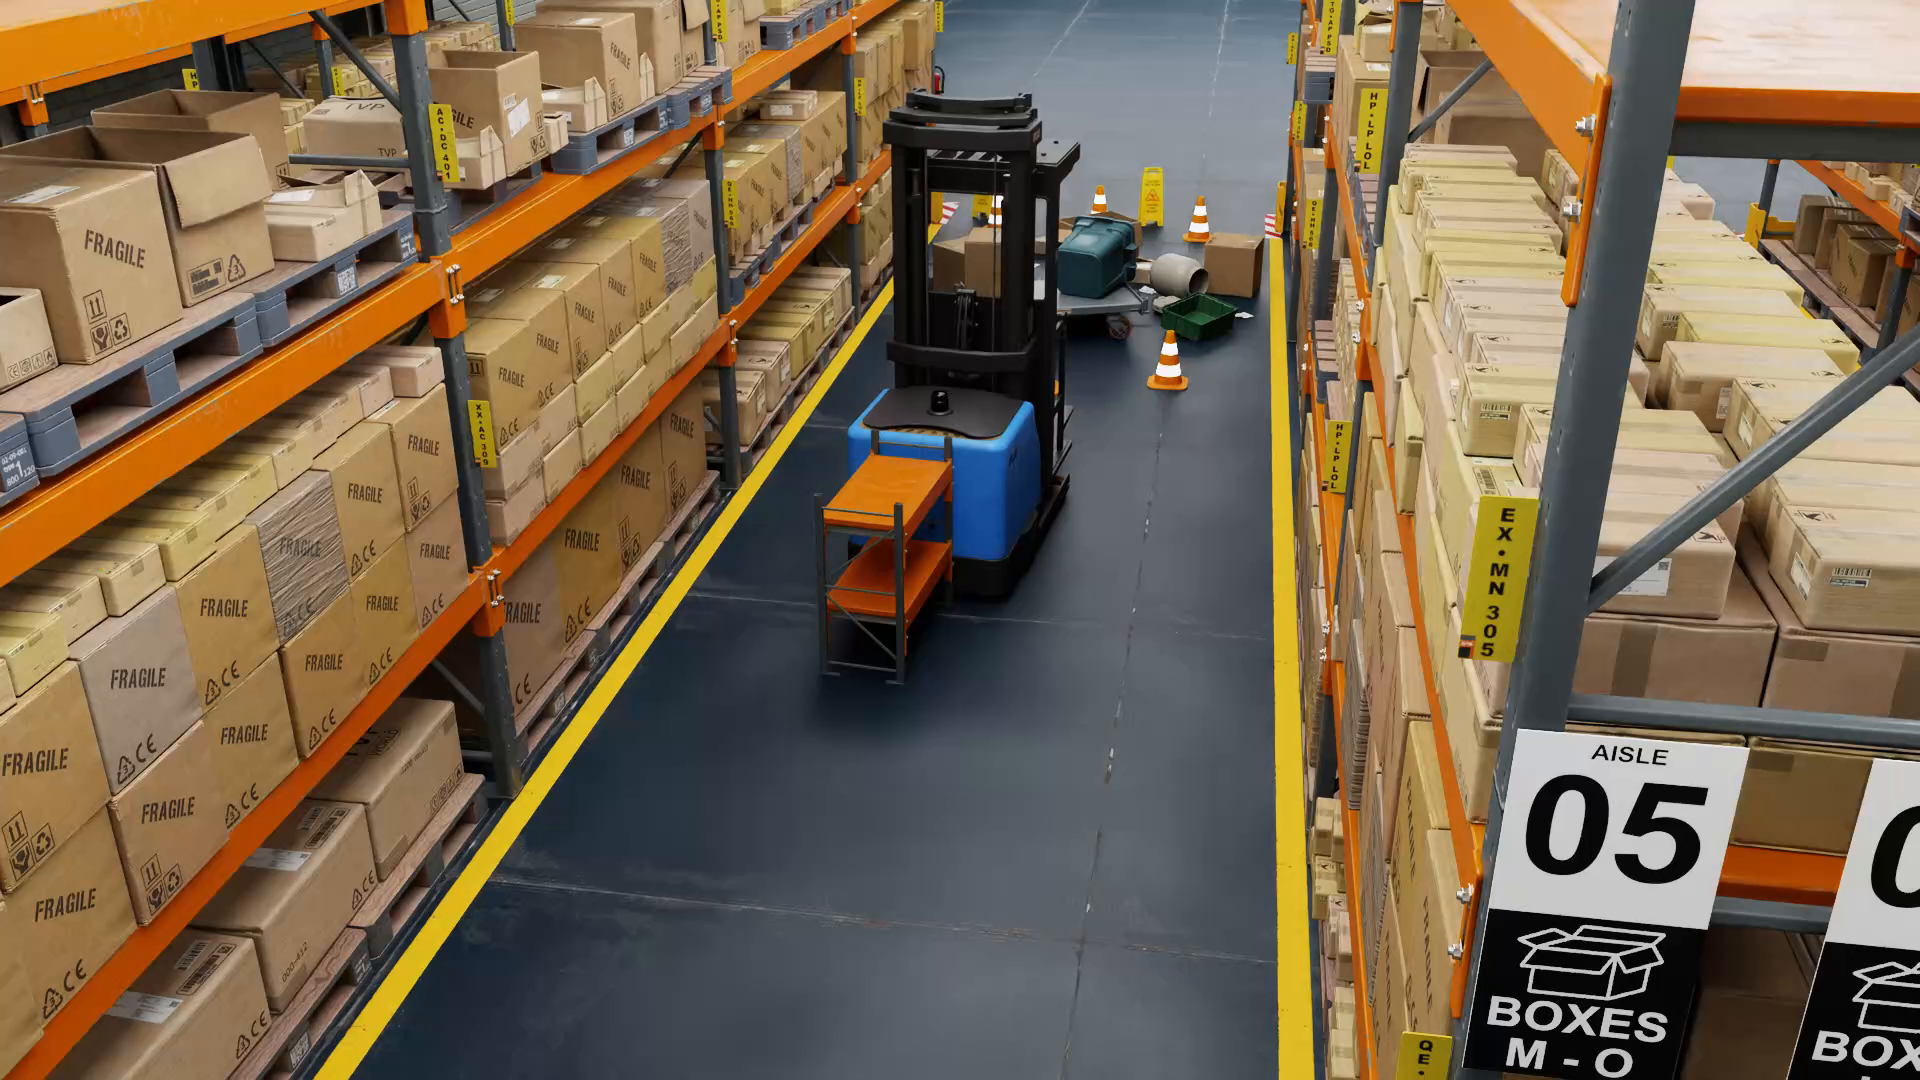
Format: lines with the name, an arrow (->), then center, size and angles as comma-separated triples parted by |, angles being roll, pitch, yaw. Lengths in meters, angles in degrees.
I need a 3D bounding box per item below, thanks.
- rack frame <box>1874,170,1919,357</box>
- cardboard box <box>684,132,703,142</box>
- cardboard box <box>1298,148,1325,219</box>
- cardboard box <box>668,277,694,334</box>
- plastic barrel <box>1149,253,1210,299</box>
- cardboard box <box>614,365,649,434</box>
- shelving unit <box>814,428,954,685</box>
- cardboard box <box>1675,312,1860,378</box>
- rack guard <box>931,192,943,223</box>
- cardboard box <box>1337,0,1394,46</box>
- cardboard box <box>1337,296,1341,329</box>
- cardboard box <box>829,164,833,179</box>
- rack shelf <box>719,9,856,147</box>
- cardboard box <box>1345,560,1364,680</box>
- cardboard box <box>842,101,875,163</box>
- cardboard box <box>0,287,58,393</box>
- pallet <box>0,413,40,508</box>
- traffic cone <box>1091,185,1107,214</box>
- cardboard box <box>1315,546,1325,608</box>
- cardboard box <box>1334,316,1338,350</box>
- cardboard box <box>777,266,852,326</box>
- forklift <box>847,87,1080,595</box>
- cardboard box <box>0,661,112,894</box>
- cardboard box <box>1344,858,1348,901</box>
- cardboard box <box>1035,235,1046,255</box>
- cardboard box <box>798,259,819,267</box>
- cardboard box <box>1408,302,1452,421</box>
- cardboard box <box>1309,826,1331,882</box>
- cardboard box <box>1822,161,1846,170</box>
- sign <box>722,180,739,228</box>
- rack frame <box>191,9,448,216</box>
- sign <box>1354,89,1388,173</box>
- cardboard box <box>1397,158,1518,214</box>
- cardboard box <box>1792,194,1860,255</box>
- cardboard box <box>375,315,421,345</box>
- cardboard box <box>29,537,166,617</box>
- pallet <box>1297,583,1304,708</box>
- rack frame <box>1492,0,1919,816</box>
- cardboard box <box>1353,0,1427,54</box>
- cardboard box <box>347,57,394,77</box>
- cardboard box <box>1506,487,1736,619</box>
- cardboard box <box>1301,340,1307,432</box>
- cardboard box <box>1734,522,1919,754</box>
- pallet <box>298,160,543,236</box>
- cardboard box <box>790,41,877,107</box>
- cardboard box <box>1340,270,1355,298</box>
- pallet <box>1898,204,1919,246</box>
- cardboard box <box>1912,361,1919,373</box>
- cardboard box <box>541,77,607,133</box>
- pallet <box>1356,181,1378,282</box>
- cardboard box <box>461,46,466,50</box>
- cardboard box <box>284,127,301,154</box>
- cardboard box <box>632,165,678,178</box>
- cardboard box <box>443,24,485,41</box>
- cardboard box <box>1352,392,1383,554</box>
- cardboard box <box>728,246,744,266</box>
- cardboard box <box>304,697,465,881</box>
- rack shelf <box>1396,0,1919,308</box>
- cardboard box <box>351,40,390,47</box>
rack frame -> 8.343, -2.755, 13.597 | 1.000, 3.000, 0.127 | 4, 25, 9
cardboard box -> -2.098, -3.136, 12.682 | 0.380, 0.149, 0.250 | 3, 25, 6
cardboard box -> 3.115, -2.984, 13.970 | 0.500, 0.500, 0.500 | 4, 25, 9
cardboard box -> -1.996, -1.492, 10.486 | 0.500, 0.250, 0.500 | 3, 25, 7
plastic barrel -> 2.139, -2.554, 16.208 | 0.421, 0.421, 0.512 | -20, 32, -36
cardboard box -> -2.135, -0.831, 9.665 | 0.500, 0.250, 0.500 | 4, 25, 8
shelving unit -> -0.424, 0.078, 9.756 | 0.538, 1.125, 1.048 | 7, 26, 14
cardboard box -> 2.074, -0.473, 4.301 | 0.380, 0.149, 0.250 | 5, 26, 10
rack guard -> -0.792, -3.950, 19.099 | 1.175, 0.500, 0.348 | 4, 25, 9
cardboard box -> 2.688, -3.479, 11.098 | 0.500, 0.311, 0.500 | 4, 25, 9
cardboard box -> 2.494, -1.377, 10.103 | 0.380, 0.149, 0.250 | 5, 26, 11
cardboard box -> -1.306, -3.174, 14.294 | 0.380, 0.149, 0.250 | 3, 25, 7
rack shelf -> -1.760, -3.637, 12.793 | 1.077, 0.370, 4.000 | 4, 25, 9
cardboard box -> 1.756, 0.423, 6.340 | 0.500, 0.500, 0.500 | 4, 25, 9
cardboard box -> -1.086, -3.786, 15.331 | 0.500, 0.500, 0.500 | 4, 25, 8
cardboard box -> -3.101, -0.599, 4.944 | 0.500, 0.311, 0.500 | 4, 25, 9
pallet -> -3.284, -0.052, 4.388 | 1.003, 0.211, 1.213 | 4, 25, 9
traffic cone -> 1.573, -3.761, 18.740 | 0.336, 0.463, 0.334 | 4, 25, 9
cardboard box -> 2.129, 0.265, 8.715 | 0.500, 0.250, 0.500 | 5, 26, 11
cardboard box -> 2.497, -1.259, 10.202 | 0.380, 0.149, 0.250 | 5, 26, 11
cardboard box -> -1.517, -2.222, 15.062 | 0.950, 0.372, 0.625 | 4, 25, 9
forklift -> 0.162, -1.584, 11.177 | 1.130, 2.935, 3.031 | 6, 26, 13
cardboard box -> -2.958, 0.682, 4.957 | 0.500, 0.500, 0.500 | 3, 25, 7
cardboard box -> 1.802, 1.387, 6.914 | 0.380, 0.149, 0.250 | 4, 25, 8
cardboard box -> 0.999, -3.135, 17.772 | 0.380, 0.149, 0.250 | 19, 31, 35
cardboard box -> -1.602, -2.652, 16.125 | 0.500, 0.250, 0.500 | 5, 26, 11
cardboard box -> 1.592, -0.487, 4.801 | 0.500, 0.250, 0.500 | 3, 25, 6
cardboard box -> 1.783, 1.436, 7.510 | 0.380, 0.149, 0.250 | 3, 25, 6
cardboard box -> 8.375, -3.590, 15.679 | 0.380, 0.149, 0.250 | 4, 25, 9
sign -> -1.539, -2.256, 11.165 | 0.100, 0.325, 0.005 | 4, 25, 9
rack frame -> -2.741, -2.812, 6.643 | 1.000, 3.000, 0.127 | 4, 25, 9
sign -> 1.611, -1.603, 6.523 | 0.100, 0.325, 0.005 | 4, 25, 9
cardboard box -> 1.795, -1.276, 6.016 | 0.380, 0.149, 0.250 | 3, 25, 6
cardboard box -> 8.879, -3.226, 17.056 | 0.500, 0.500, 0.500 | 9, 27, 18
cardboard box -> -2.915, -0.798, 8.118 | 0.500, 0.500, 0.500 | 5, 26, 10
cardboard box -> -2.837, 0.115, 5.404 | 0.380, 0.149, 0.250 | 4, 25, 9
pallet -> 2.482, 0.631, 9.653 | 1.003, 0.211, 1.213 | 4, 25, 9
rack frame -> 1.506, -0.839, 2.427 | 1.000, 3.000, 0.127 | 4, 25, 9
cardboard box -> 2.391, -2.852, 9.246 | 0.396, 0.266, 0.258 | 4, 25, 9
cardboard box -> -5.856, -4.694, 16.505 | 0.380, 0.149, 0.250 | 5, 25, 10
cardboard box -> 1.270, 0.021, 3.245 | 0.380, 0.149, 0.250 | 4, 25, 8
cardboard box -> 3.141, -1.253, 12.547 | 1.050, 0.750, 0.750 | 4, 25, 9
cardboard box -> 1.835, 0.192, 3.351 | 0.500, 0.250, 0.500 | 4, 25, 9
pallet -> -2.640, -1.754, 8.146 | 0.805, 0.209, 1.217 | 3, 25, 6
cardboard box -> -1.148, -4.243, 15.128 | 0.700, 0.500, 0.500 | 4, 25, 8
cardboard box -> 2.505, -1.521, 10.060 | 0.380, 0.149, 0.250 | 3, 25, 7
pallet -> 8.075, -2.358, 12.976 | 1.003, 0.211, 1.213 | 4, 25, 9
cardboard box -> 8.222, -1.566, 13.488 | 0.700, 0.500, 0.500 | 2, 25, 4
cardboard box -> -2.097, -2.323, 8.800 | 0.396, 0.266, 0.258 | 6, 26, 13
pallet -> 2.365, -1.319, 7.213 | 1.213, 0.211, 1.003 | 4, 25, 9
cardboard box -> -5.624, -5.315, 18.184 | 0.380, 0.149, 0.250 | 4, 25, 8
cardboard box -> -6.236, -3.503, 14.783 | 0.500, 0.250, 0.500 | 3, 25, 7
cardboard box -> -2.287, -2.348, 11.763 | 0.500, 0.500, 0.500 | 3, 25, 7
cardboard box -> -5.537, -5.661, 18.571 | 0.380, 0.149, 0.250 | 4, 25, 9
cardboard box -> 1.845, -0.256, 6.610 | 0.500, 0.500, 0.500 | 5, 25, 10
cardboard box -> -1.771, -2.084, 11.964 | 0.380, 0.149, 0.250 | 2, 25, 5
cardboard box -> -2.949, 1.130, 7.824 | 0.875, 0.438, 0.875 | 4, 25, 8
rack shelf -> 1.832, -1.348, 4.367 | 1.077, 0.370, 4.000 | 4, 25, 9
cardboard box -> -6.224, -5.160, 17.501 | 0.380, 0.149, 0.250 | 4, 25, 9
